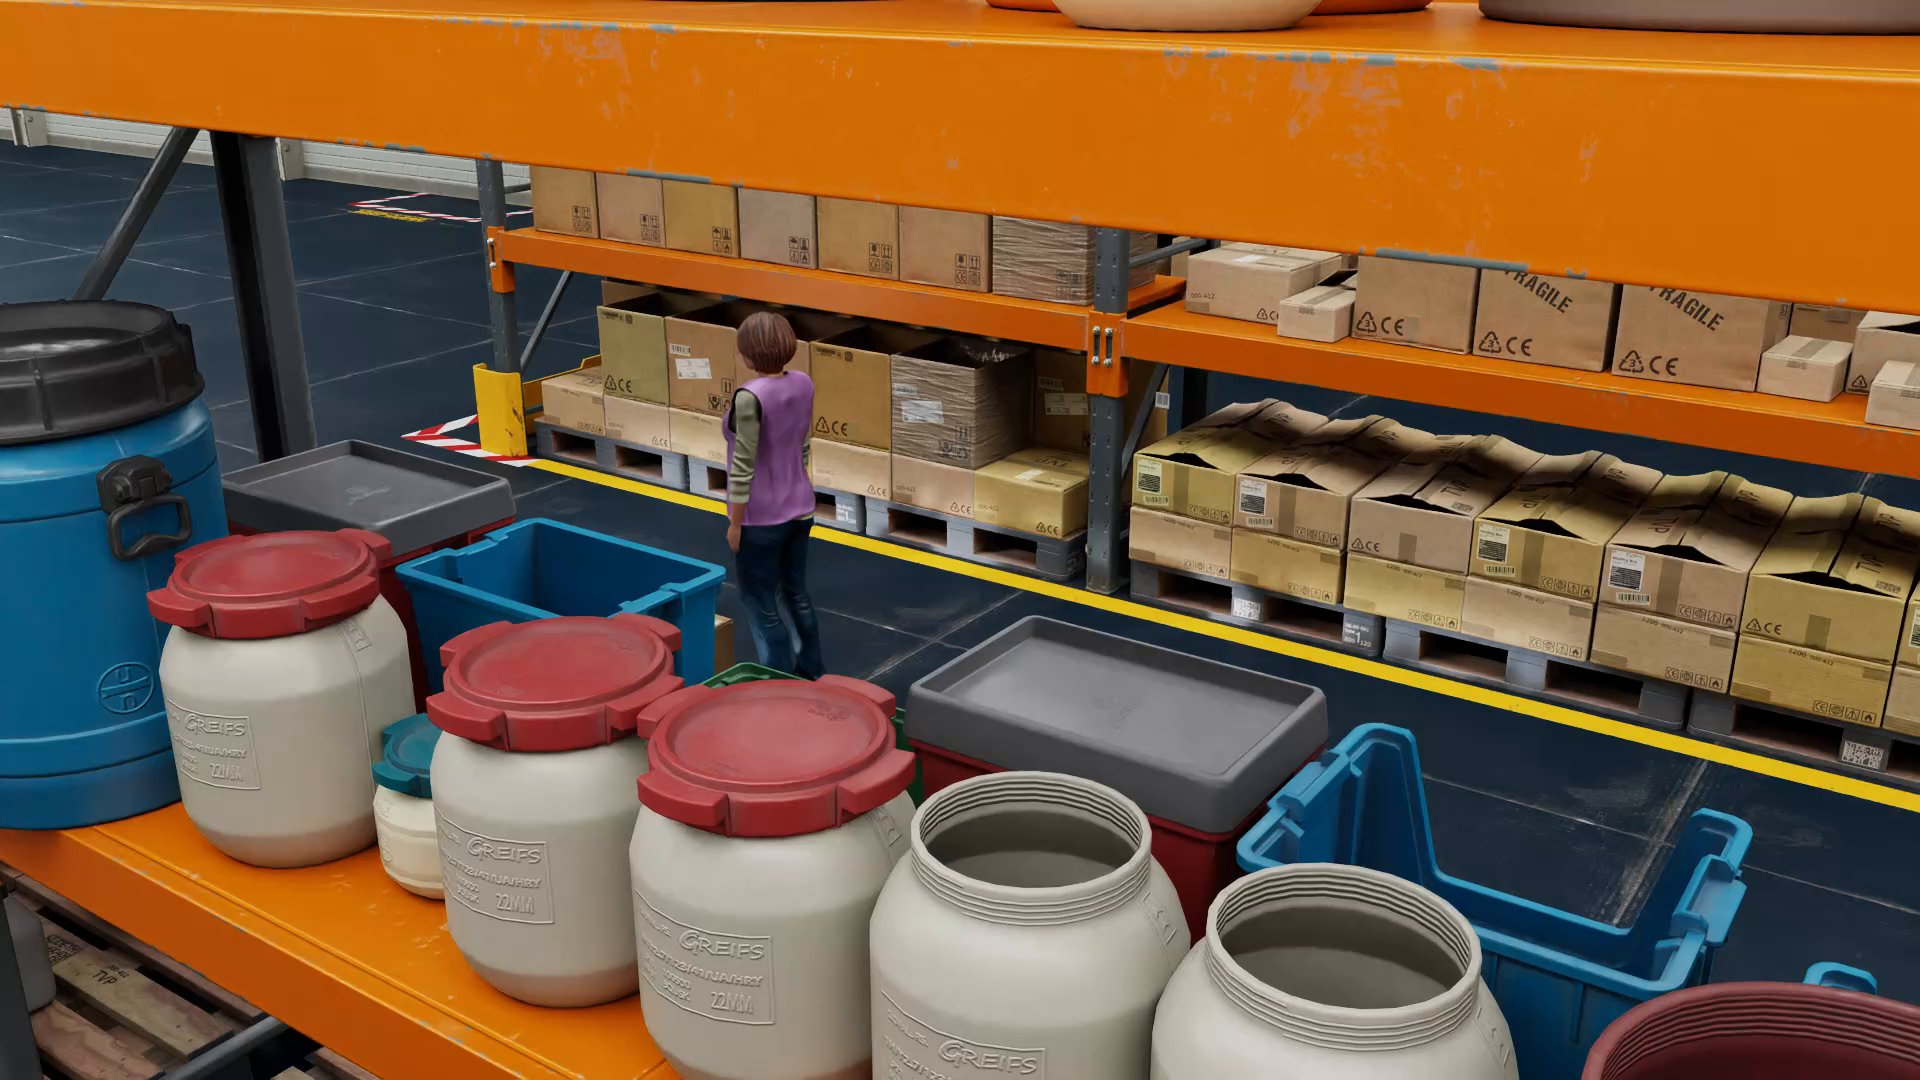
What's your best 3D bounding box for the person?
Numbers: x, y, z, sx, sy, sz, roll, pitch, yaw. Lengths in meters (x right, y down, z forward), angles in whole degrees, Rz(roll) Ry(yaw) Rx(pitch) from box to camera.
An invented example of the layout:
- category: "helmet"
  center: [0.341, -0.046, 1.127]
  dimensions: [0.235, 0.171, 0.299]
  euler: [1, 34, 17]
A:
- category: "person"
  center: [-0.720, -0.081, 6.313]
  dimensions: [0.308, 1.597, 0.404]
  euler: [14, 24, 33]
